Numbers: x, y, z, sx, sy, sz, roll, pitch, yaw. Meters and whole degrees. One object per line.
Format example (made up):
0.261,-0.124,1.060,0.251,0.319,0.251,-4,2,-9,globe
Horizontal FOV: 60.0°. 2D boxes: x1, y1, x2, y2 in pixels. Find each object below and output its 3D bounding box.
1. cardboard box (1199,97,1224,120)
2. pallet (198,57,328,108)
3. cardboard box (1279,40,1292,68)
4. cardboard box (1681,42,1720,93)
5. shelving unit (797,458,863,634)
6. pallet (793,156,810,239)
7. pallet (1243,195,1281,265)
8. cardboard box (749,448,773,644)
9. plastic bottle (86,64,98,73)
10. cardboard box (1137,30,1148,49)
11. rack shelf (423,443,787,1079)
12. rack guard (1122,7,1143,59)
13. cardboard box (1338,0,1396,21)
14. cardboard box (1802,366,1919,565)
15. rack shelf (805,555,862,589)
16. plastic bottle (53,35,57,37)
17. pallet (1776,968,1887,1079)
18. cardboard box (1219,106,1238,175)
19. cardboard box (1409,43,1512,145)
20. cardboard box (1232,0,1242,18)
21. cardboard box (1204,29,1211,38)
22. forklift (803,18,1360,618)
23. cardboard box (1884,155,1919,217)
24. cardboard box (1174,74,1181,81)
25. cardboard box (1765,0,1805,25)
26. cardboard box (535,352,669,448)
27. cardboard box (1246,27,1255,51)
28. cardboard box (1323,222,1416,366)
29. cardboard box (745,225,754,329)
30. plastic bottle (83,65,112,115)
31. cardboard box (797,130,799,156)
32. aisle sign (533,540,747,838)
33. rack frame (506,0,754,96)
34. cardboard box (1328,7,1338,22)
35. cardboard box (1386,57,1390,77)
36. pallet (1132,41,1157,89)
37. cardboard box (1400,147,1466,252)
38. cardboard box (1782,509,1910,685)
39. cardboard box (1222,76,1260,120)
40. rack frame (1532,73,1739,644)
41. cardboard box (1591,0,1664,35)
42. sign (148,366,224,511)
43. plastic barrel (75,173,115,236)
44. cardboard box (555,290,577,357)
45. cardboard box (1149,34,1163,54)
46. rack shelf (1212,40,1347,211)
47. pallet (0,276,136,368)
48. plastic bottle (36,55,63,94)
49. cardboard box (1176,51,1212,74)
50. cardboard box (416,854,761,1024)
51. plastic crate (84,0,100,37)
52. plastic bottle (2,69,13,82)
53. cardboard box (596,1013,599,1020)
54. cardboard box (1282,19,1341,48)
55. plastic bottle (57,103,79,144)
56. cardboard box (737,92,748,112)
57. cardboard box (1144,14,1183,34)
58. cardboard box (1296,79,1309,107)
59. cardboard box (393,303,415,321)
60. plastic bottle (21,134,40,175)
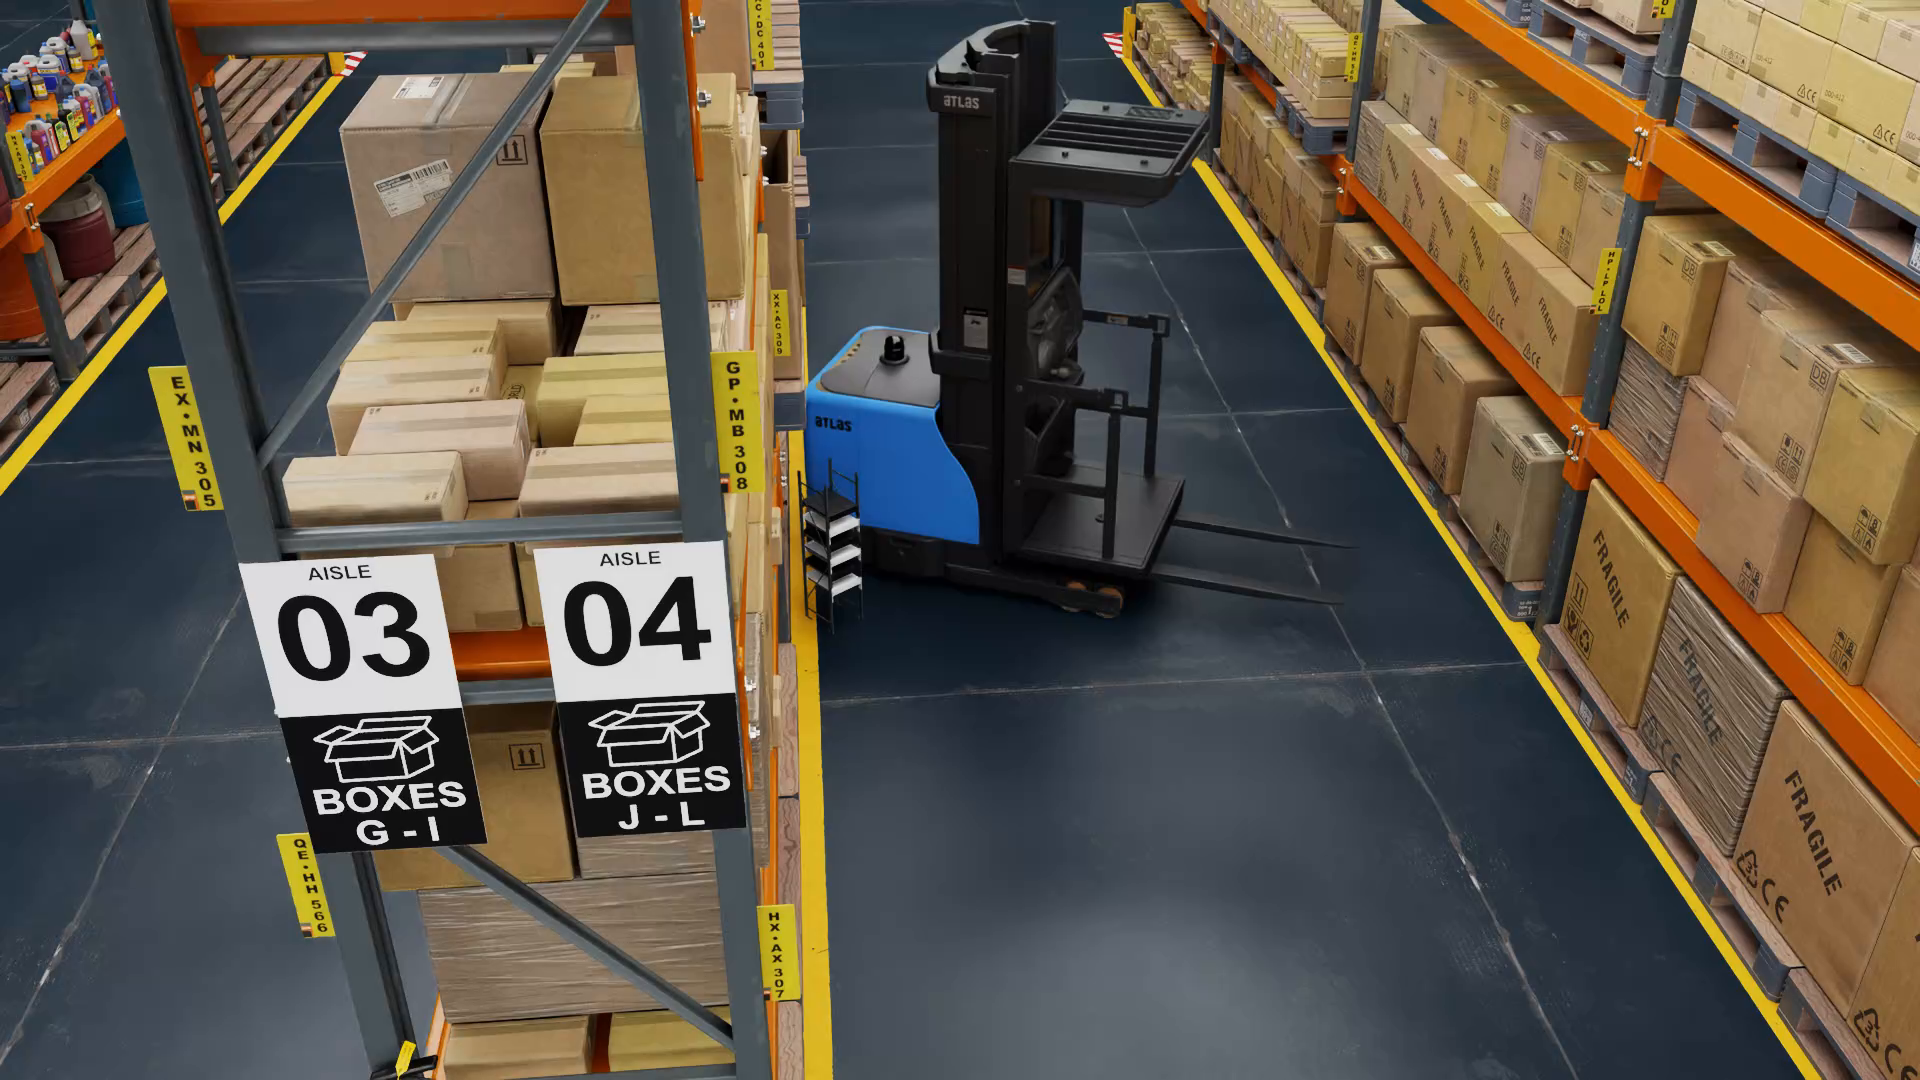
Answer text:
2.478,-4.094,15.760,0.380,0.149,0.250,-2,31,-4,cardboard box
-7.391,-4.863,17.687,1.003,0.211,1.213,-3,31,-5,pallet
2.621,-3.651,12.483,0.380,0.149,0.250,-3,31,-4,cardboard box
3.266,-1.981,6.955,0.380,0.149,0.250,-3,31,-5,cardboard box
-0.683,0.037,8.812,0.210,0.900,0.258,-25,39,-35,shelving unit
-1.578,-2.195,10.688,1.213,0.211,1.003,-3,31,-5,pallet
3.015,-2.646,13.974,1.003,0.211,1.213,-3,31,-5,pallet
-0.871,0.043,5.390,0.500,0.500,0.500,-3,31,-5,cardboard box
-6.704,-3.554,12.900,0.097,0.271,0.097,0,31,0,plastic bottle
2.180,-5.580,18.538,0.380,0.149,0.250,-2,31,-4,cardboard box
-1.190,0.736,6.295,1.077,0.370,4.000,-3,31,-5,rack shelf
2.457,-5.795,18.965,1.175,0.500,0.348,-3,31,-5,rack guard
3.203,-4.194,13.102,0.380,0.149,0.250,-3,31,-5,cardboard box
3.709,-0.290,6.112,0.875,0.550,0.500,-3,31,-5,cardboard box
-0.683,0.142,8.875,0.200,0.077,0.258,-25,39,-35,rack shelf
-7.395,-4.003,13.652,0.097,0.271,0.097,0,31,0,plastic bottle
3.792,2.055,6.105,1.003,0.211,1.213,-3,31,-5,pallet
2.629,-3.582,14.850,0.500,0.500,0.500,-2,31,-3,cardboard box
3.278,-2.807,10.452,0.700,0.500,0.500,-3,31,-5,cardboard box
2.478,-4.445,13.812,0.380,0.149,0.250,-4,31,-7,cardboard box
2.830,-5.468,17.770,0.380,0.149,0.250,-4,31,-7,cardboard box
0.694,-1.139,8.800,3.031,2.935,1.130,10,32,16,forklift
3.409,-1.205,5.655,0.380,0.149,0.250,-2,31,-4,cardboard box
2.393,-4.670,17.014,0.380,0.149,0.250,-2,31,-4,cardboard box
3.315,-2.064,6.316,0.380,0.149,0.250,-3,31,-5,cardboard box
-0.873,-0.358,4.257,0.380,0.149,0.250,-3,31,-5,cardboard box
2.530,-4.047,13.437,0.380,0.149,0.250,-3,31,-5,cardboard box
3.165,-1.722,11.492,1.050,0.750,0.750,-3,31,-5,cardboard box
-0.941,-0.815,5.411,0.500,0.250,0.500,-2,31,-3,cardboard box
-6.541,-3.404,12.573,0.144,0.351,0.185,-3,31,-5,plastic bottle
-1.960,-3.165,13.786,1.225,0.875,0.875,-4,31,-6,cardboard box
-0.699,0.349,3.706,0.394,0.787,0.004,-3,31,-5,aisle sign
-1.377,-3.170,6.282,1.000,3.000,0.127,-3,31,-5,rack frame
3.184,-4.198,13.399,0.380,0.149,0.250,-3,31,-4,cardboard box
3.325,-3.417,12.092,0.380,0.149,0.250,-1,31,-2,cardboard box
2.498,-5.254,18.342,1.003,0.211,1.213,-3,31,-5,pallet
3.067,-2.106,10.254,0.500,0.500,0.500,-3,31,-5,cardboard box
3.774,0.170,6.394,0.875,0.550,0.500,-3,31,-5,cardboard box
2.630,-3.904,14.658,0.500,0.250,0.500,-4,31,-7,cardboard box
3.571,-0.780,8.132,1.000,3.000,0.127,-3,31,-5,rack frame
3.346,-2.580,7.858,0.500,0.250,0.500,-2,31,-4,cardboard box
-1.557,-0.204,3.377,0.100,0.325,0.005,-3,31,-5,sign
-6.992,-2.621,13.230,0.421,0.512,0.421,0,31,0,plastic barrel
-1.390,-0.526,4.927,0.500,0.250,0.500,-2,31,-3,cardboard box
2.239,-5.312,17.799,0.380,0.149,0.250,-2,31,-3,cardboard box
3.010,-3.535,13.445,1.077,0.370,4.000,-3,31,-5,rack shelf
-6.797,-1.602,12.227,1.003,0.211,1.213,-3,31,-5,pallet
-7.154,-3.668,13.087,0.152,0.276,0.135,-3,31,-5,plastic bottle
2.374,-4.771,16.603,0.380,0.149,0.250,-4,31,-7,cardboard box
-1.027,0.995,4.771,0.875,0.500,0.500,-3,31,-5,cardboard box
-7.439,-4.682,14.621,0.392,0.384,0.575,-3,31,-5,plastic crate
-7.300,-3.480,12.777,0.097,0.271,0.097,0,31,0,plastic bottle
-1.258,1.293,4.906,0.380,0.149,0.250,-3,31,-5,cardboard box
2.621,-3.777,12.404,0.380,0.149,0.250,-2,31,-3,cardboard box
-6.432,-3.010,11.978,0.061,0.283,0.133,-3,31,-5,plastic bottle
-1.059,-1.837,6.733,0.380,0.149,0.250,-2,31,-3,cardboard box
2.202,-5.565,17.933,0.380,0.149,0.250,-3,31,-5,cardboard box
2.672,-3.252,12.104,0.380,0.149,0.250,-3,31,-5,cardboard box
-1.454,-0.738,4.893,0.380,0.149,0.250,-4,31,-7,cardboard box
-6.384,-2.641,11.372,0.097,0.271,0.097,0,31,0,plastic bottle
